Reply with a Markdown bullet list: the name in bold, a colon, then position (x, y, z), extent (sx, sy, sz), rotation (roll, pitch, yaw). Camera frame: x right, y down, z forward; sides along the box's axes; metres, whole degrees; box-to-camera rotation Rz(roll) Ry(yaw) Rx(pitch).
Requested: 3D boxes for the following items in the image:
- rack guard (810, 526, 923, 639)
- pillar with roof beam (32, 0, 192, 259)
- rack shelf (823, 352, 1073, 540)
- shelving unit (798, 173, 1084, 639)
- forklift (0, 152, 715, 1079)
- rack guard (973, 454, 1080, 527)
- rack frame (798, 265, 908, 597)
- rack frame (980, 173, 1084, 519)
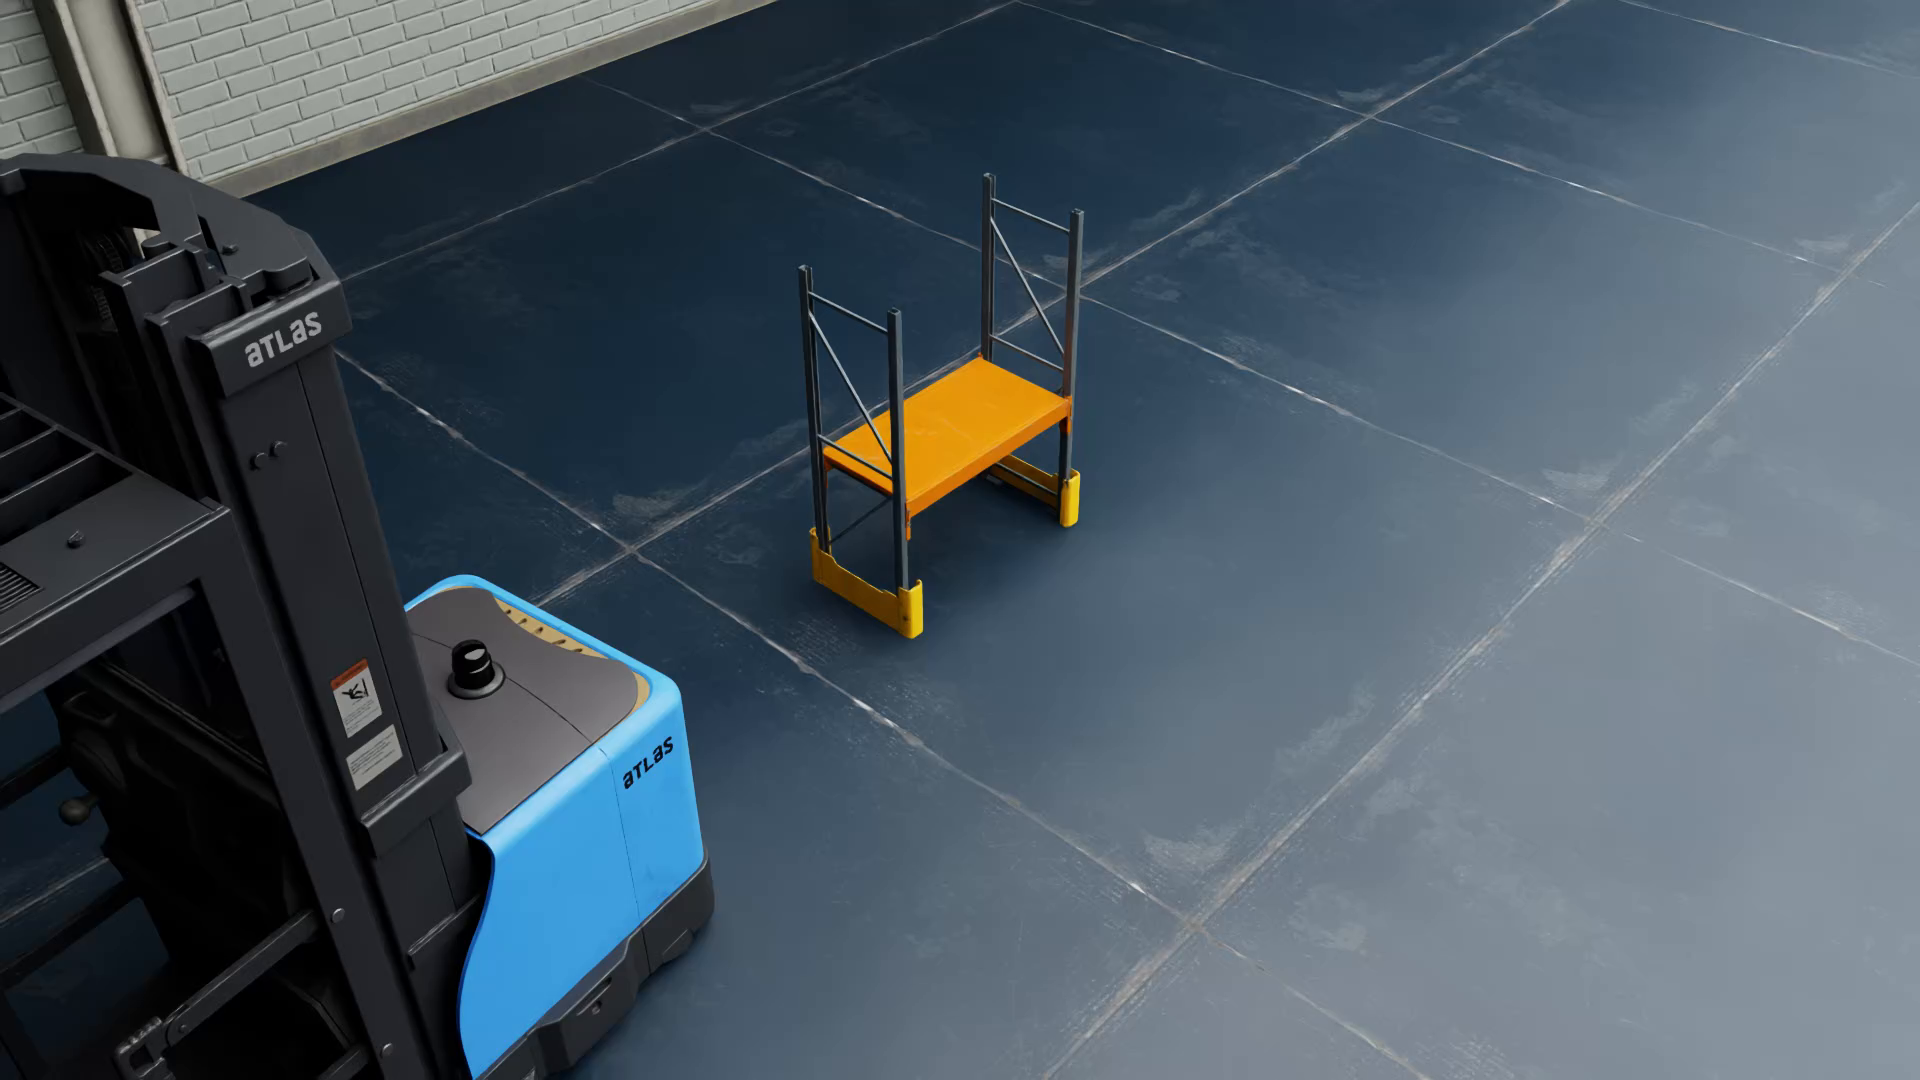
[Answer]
- **rack guard**: position (-0.387, 0.166, 6.840), extent (0.587, 0.250, 0.087), rotation (30, 47, 32)
- **pillar with roof beam**: position (-1.328, -3.426, 4.328), extent (9.100, 9.000, 0.400), rotation (30, 47, 32)
- **rack shelf**: position (-0.058, -0.407, 6.846), extent (0.538, 0.185, 1.000), rotation (30, 47, 32)
- **shelving unit**: position (-0.051, -0.552, 6.739), extent (0.587, 1.500, 1.083), rotation (30, 47, 32)
- **forklift**: position (-2.080, 0.705, 4.009), extent (1.130, 2.935, 3.031), rotation (24, 44, 27)
- **rack guard**: position (0.285, -0.292, 7.416), extent (0.587, 0.250, 0.087), rotation (30, 47, 32)
- **rack frame**: position (-0.400, -0.314, 6.440), extent (0.500, 1.500, 0.032), rotation (30, 47, 32)
- **rack frame**: position (0.285, -0.781, 7.028), extent (0.500, 1.500, 0.032), rotation (30, 47, 32)
